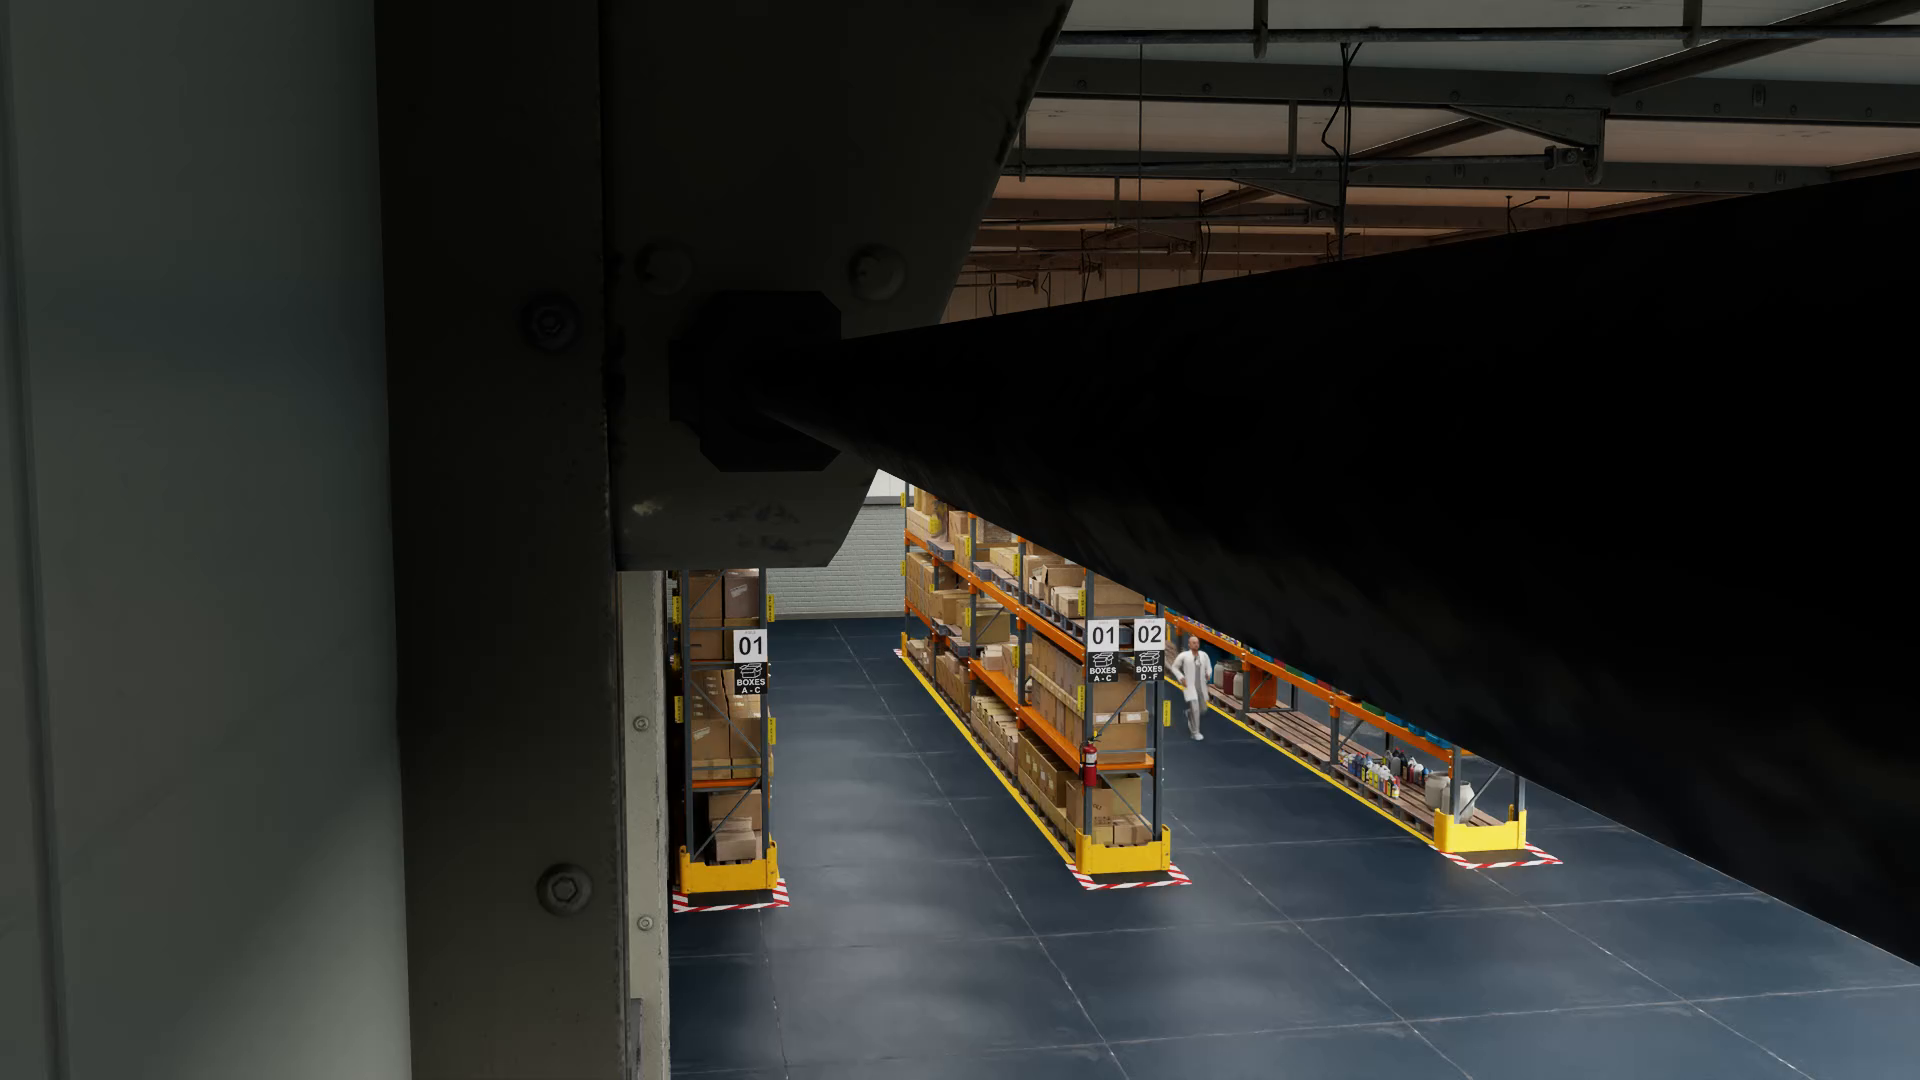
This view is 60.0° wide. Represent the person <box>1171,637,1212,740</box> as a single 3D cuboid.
[{"bbox_3d":[3.986,2.516,28.465,0.715,1.735,0.826,-2,6,-17],"label":"person"}]
